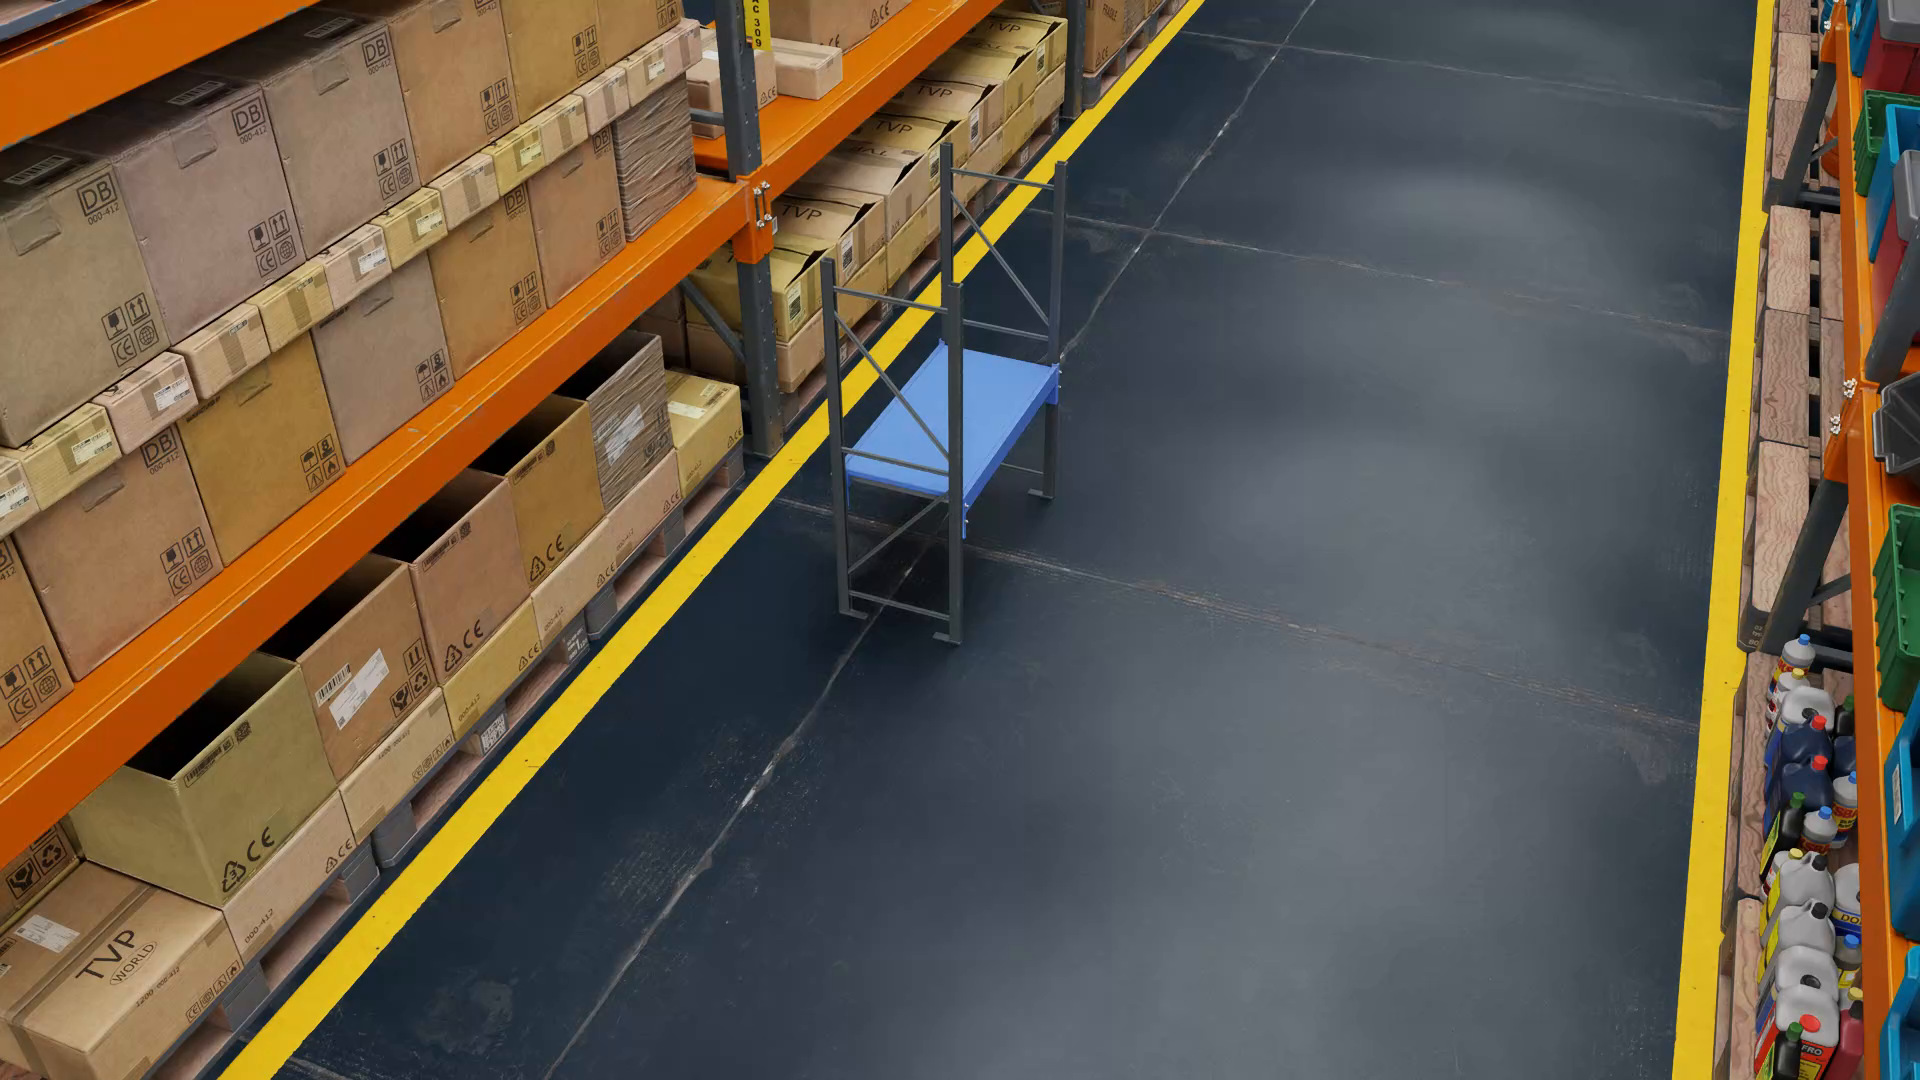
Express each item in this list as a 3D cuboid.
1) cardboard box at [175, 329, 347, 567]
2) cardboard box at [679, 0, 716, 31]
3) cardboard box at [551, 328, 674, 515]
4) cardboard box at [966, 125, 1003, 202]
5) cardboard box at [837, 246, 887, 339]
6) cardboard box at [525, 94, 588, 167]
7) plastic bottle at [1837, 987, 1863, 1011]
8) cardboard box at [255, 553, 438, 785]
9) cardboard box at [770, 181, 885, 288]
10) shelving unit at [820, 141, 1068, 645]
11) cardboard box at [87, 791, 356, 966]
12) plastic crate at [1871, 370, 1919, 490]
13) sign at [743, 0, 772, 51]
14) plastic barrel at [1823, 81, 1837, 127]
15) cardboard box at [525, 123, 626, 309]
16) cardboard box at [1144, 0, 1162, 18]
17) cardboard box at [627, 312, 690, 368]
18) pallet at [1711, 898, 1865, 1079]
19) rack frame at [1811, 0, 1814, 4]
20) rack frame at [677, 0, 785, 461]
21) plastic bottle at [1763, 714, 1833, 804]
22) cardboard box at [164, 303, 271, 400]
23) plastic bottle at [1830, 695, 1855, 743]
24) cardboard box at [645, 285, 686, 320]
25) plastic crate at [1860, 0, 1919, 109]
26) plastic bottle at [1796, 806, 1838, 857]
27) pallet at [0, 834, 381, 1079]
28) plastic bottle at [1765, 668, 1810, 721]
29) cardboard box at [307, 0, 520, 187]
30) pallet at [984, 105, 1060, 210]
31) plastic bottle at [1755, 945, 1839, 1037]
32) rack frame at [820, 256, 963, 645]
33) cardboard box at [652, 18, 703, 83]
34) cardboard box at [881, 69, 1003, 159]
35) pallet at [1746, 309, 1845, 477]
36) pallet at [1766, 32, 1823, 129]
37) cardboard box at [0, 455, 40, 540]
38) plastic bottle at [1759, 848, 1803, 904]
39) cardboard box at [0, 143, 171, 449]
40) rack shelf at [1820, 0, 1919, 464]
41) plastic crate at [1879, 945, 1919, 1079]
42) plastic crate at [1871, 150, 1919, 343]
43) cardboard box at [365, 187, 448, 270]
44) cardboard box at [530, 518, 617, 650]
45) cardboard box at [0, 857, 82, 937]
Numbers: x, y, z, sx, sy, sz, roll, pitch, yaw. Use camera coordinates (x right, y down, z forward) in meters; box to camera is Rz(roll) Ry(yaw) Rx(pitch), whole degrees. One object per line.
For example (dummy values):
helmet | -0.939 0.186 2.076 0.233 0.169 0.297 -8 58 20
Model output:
cardboard box | -2.200 -0.341 4.617 0.700 0.500 0.500 14 39 18
cardboard box | -1.092 -2.169 7.259 0.396 0.266 0.258 13 39 17
cardboard box | -1.432 -0.481 6.207 0.500 0.500 0.500 14 39 18
cardboard box | -0.097 -2.065 8.953 0.500 0.250 0.500 15 39 19
cardboard box | -0.679 -1.211 7.810 0.500 0.250 0.500 15 39 19
cardboard box | -1.455 -1.367 5.448 0.380 0.149 0.250 14 39 18
plastic bottle | 2.390 1.287 4.493 0.097 0.201 0.097 0 37 0
cardboard box | -2.002 0.350 5.096 0.500 0.500 0.500 14 39 18
cardboard box | -0.674 -1.434 7.640 0.500 0.311 0.500 13 39 17
shelving unit | -0.032 -0.554 6.238 0.538 1.500 1.048 14 39 18
cardboard box | -2.182 0.930 4.947 0.500 0.250 0.500 14 39 18
plastic crate | 3.006 -0.278 4.668 0.767 0.338 0.504 14 39 18
sign | -0.743 -1.947 6.060 0.100 0.325 0.005 14 39 18
plastic barrel | 5.147 -2.558 9.394 0.421 0.512 0.421 0 37 0
cardboard box | -1.615 -1.194 5.758 0.700 0.500 0.500 13 39 17
cardboard box | 1.092 -3.839 11.100 0.500 0.500 0.500 13 39 17
cardboard box | -1.367 -1.057 7.604 0.500 0.250 0.500 13 39 17
pallet | 2.566 1.593 4.442 1.003 0.211 1.213 14 39 18
rack frame | 6.366 -4.993 10.925 1.000 3.000 0.127 14 39 18
rack frame | -1.257 -1.694 6.511 1.000 3.000 0.127 14 39 18
plastic bottle | 2.632 0.673 5.189 0.144 0.351 0.185 15 39 19
cardboard box | -2.039 -0.520 4.314 0.380 0.149 0.250 13 39 16
plastic bottle | 2.797 0.634 5.298 0.061 0.283 0.133 14 39 18
cardboard box | -1.368 -1.275 7.428 0.500 0.311 0.500 14 39 18
plastic crate | 3.947 -1.979 6.839 0.402 0.464 0.583 14 39 18
plastic bottle | 2.538 0.900 4.952 0.097 0.271 0.097 0 37 0
pallet | -2.527 1.204 4.962 1.003 0.211 1.213 14 39 18
plastic bottle | 2.757 0.514 5.527 0.097 0.201 0.097 0 37 0
cardboard box | -1.802 -1.450 5.017 0.700 0.500 0.500 14 39 18
pallet | -0.084 -2.345 9.711 1.003 0.211 1.213 14 39 18
plastic bottle | 2.268 1.239 4.495 0.152 0.276 0.135 13 39 16
rack frame | -0.226 -0.272 5.861 0.500 1.500 0.032 14 39 18
cardboard box | -1.162 -1.795 6.020 0.380 0.149 0.250 14 39 18
cardboard box | -0.093 -2.286 8.781 0.500 0.311 0.500 14 39 17
pallet | 4.048 -0.568 7.334 1.003 0.211 1.213 14 39 18
pallet | 5.571 -2.781 10.294 1.003 0.211 1.213 14 39 18
cardboard box | -2.333 -0.094 3.746 0.380 0.149 0.250 13 39 17
plastic bottle | 2.430 0.989 4.891 0.097 0.201 0.097 0 37 0
cardboard box | -2.374 -0.617 3.902 0.700 0.500 0.500 13 39 17
rack shelf | 4.083 -1.383 6.696 1.077 0.370 4.000 14 39 18
plastic crate | 1.967 1.007 3.022 0.499 0.251 0.408 14 39 18
plastic crate | 3.224 -0.927 5.432 0.402 0.464 0.583 14 39 18
cardboard box | -1.745 -0.944 4.883 0.380 0.149 0.250 15 39 19
cardboard box | -1.607 0.100 6.056 0.500 0.250 0.500 14 39 18
cardboard box | -2.848 1.089 4.733 0.500 0.250 0.500 14 39 18
